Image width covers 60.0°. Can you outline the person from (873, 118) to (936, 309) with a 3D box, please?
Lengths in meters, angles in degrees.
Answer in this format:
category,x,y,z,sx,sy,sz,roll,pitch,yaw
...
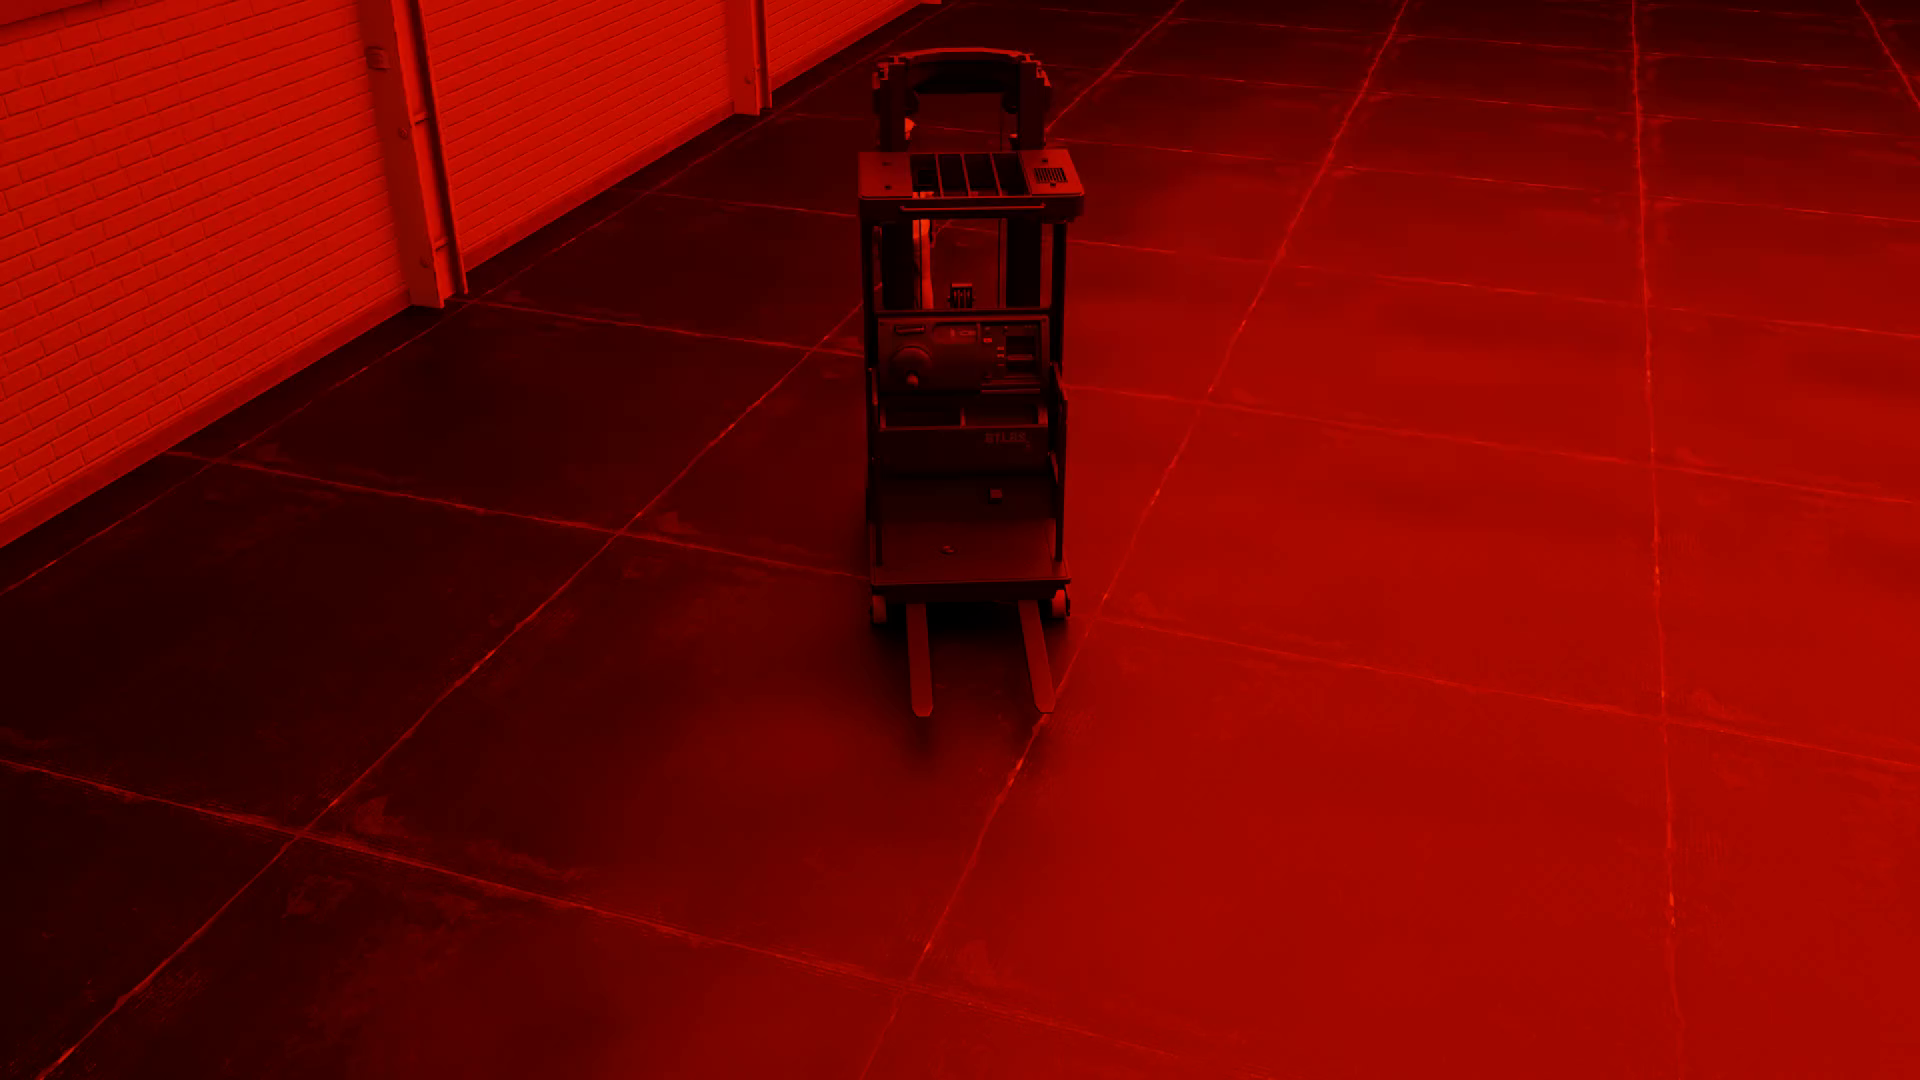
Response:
category,x,y,z,sx,sy,sz,roll,pitch,yaw
person,-0.416,-2.298,12.456,0.517,1.657,0.400,-3,30,-6

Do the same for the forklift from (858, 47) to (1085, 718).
category,x,y,z,sx,sy,sz,roll,pitch,yaw
forklift,0.035,-0.972,8.842,1.130,2.935,3.031,-2,30,-3
